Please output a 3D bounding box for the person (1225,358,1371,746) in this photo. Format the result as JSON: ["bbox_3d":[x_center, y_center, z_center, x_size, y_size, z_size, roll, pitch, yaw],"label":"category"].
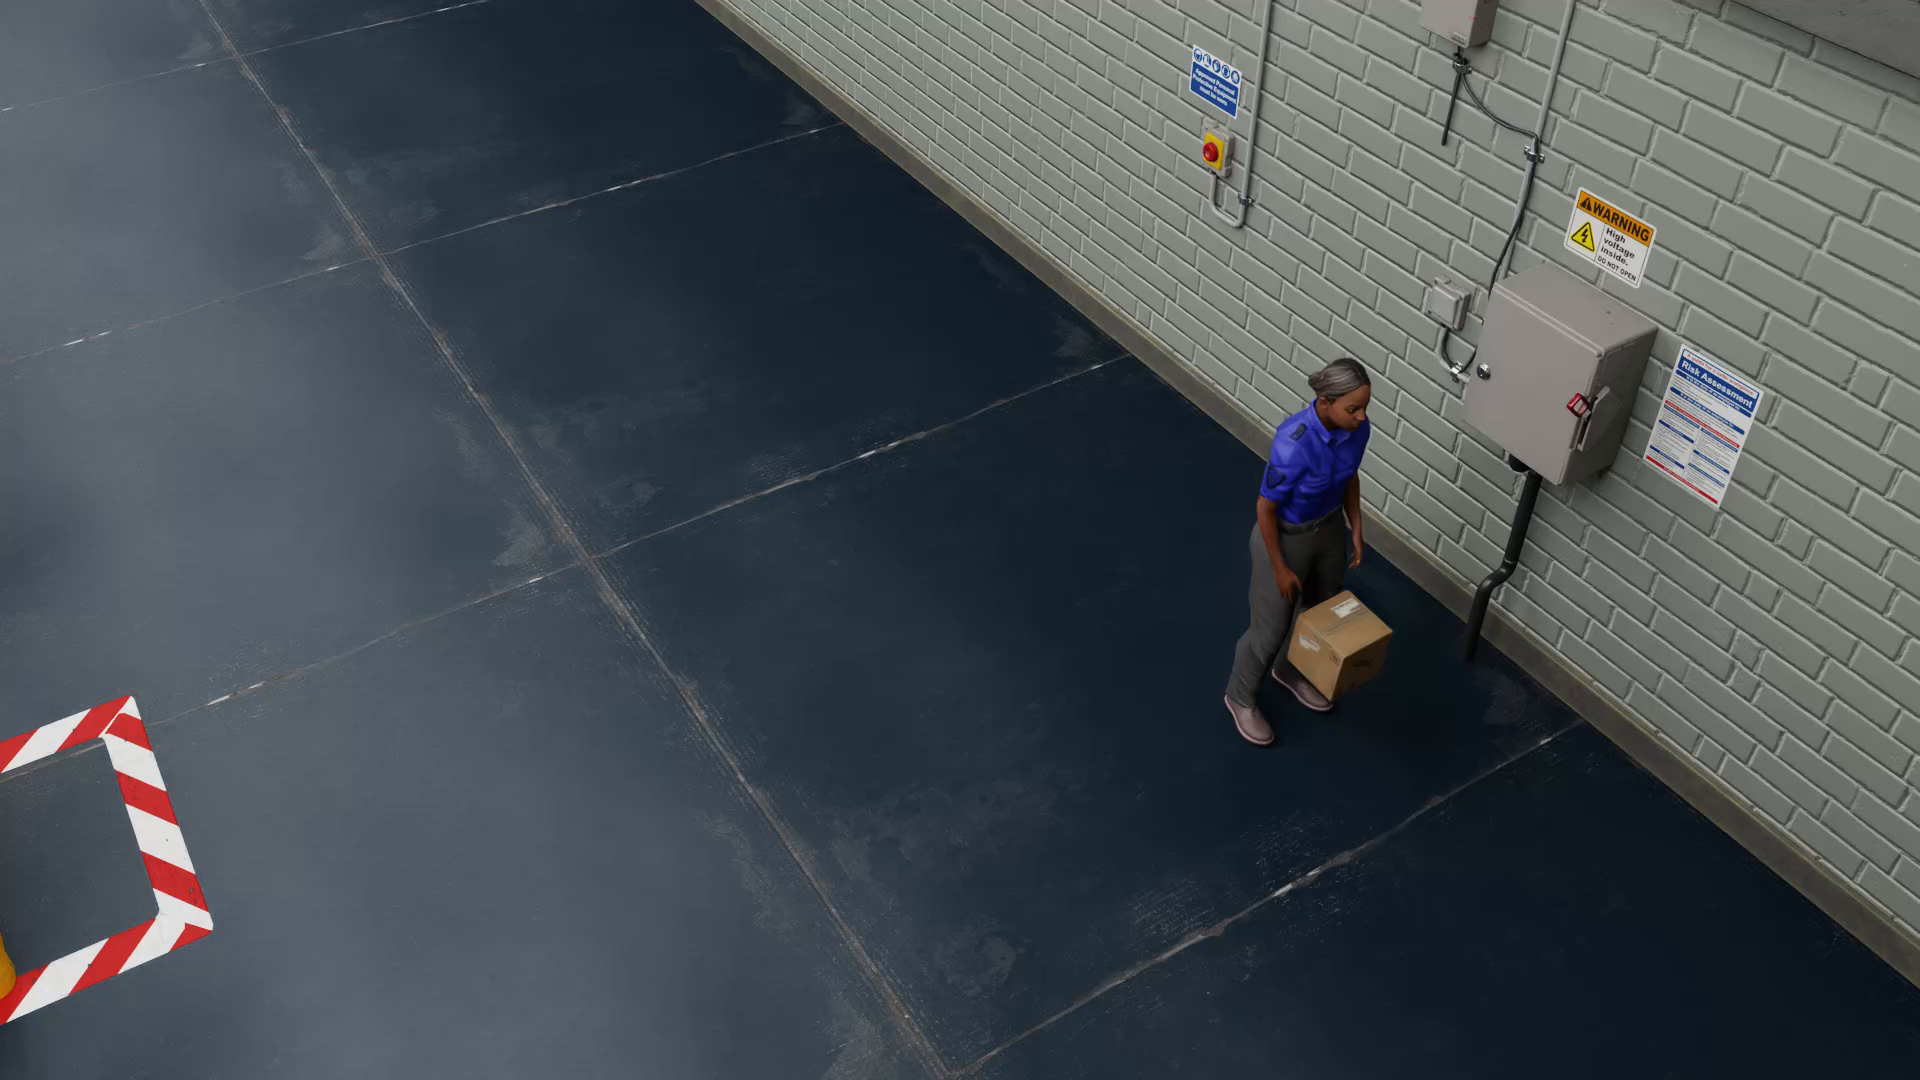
[{"bbox_3d":[1.269,0.019,6.136,0.494,1.659,0.345,-24,46,-25],"label":"person"}]
